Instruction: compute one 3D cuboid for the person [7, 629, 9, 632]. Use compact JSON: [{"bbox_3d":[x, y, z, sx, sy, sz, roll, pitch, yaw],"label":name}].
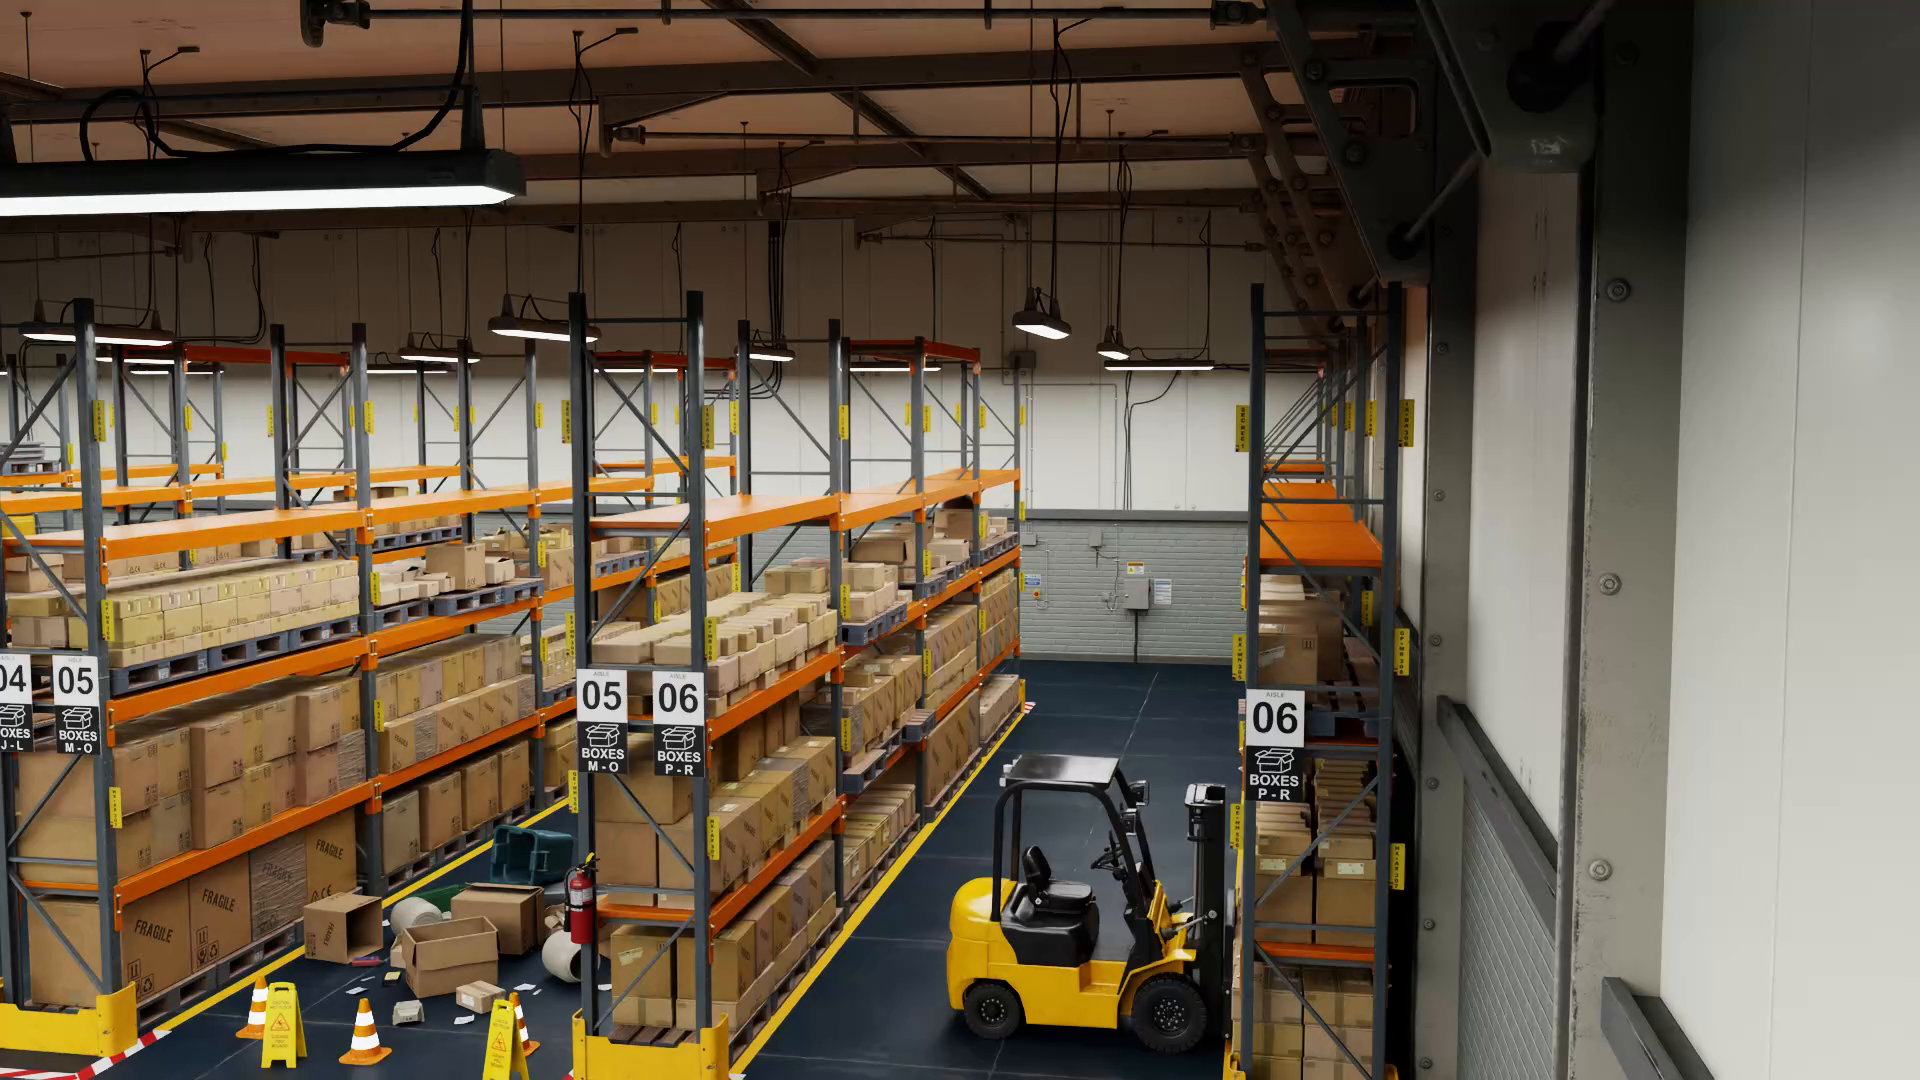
[{"bbox_3d":[-19.172,1.718,33.132,0.934,1.541,0.474,-1,5,-7],"label":"person"}]
